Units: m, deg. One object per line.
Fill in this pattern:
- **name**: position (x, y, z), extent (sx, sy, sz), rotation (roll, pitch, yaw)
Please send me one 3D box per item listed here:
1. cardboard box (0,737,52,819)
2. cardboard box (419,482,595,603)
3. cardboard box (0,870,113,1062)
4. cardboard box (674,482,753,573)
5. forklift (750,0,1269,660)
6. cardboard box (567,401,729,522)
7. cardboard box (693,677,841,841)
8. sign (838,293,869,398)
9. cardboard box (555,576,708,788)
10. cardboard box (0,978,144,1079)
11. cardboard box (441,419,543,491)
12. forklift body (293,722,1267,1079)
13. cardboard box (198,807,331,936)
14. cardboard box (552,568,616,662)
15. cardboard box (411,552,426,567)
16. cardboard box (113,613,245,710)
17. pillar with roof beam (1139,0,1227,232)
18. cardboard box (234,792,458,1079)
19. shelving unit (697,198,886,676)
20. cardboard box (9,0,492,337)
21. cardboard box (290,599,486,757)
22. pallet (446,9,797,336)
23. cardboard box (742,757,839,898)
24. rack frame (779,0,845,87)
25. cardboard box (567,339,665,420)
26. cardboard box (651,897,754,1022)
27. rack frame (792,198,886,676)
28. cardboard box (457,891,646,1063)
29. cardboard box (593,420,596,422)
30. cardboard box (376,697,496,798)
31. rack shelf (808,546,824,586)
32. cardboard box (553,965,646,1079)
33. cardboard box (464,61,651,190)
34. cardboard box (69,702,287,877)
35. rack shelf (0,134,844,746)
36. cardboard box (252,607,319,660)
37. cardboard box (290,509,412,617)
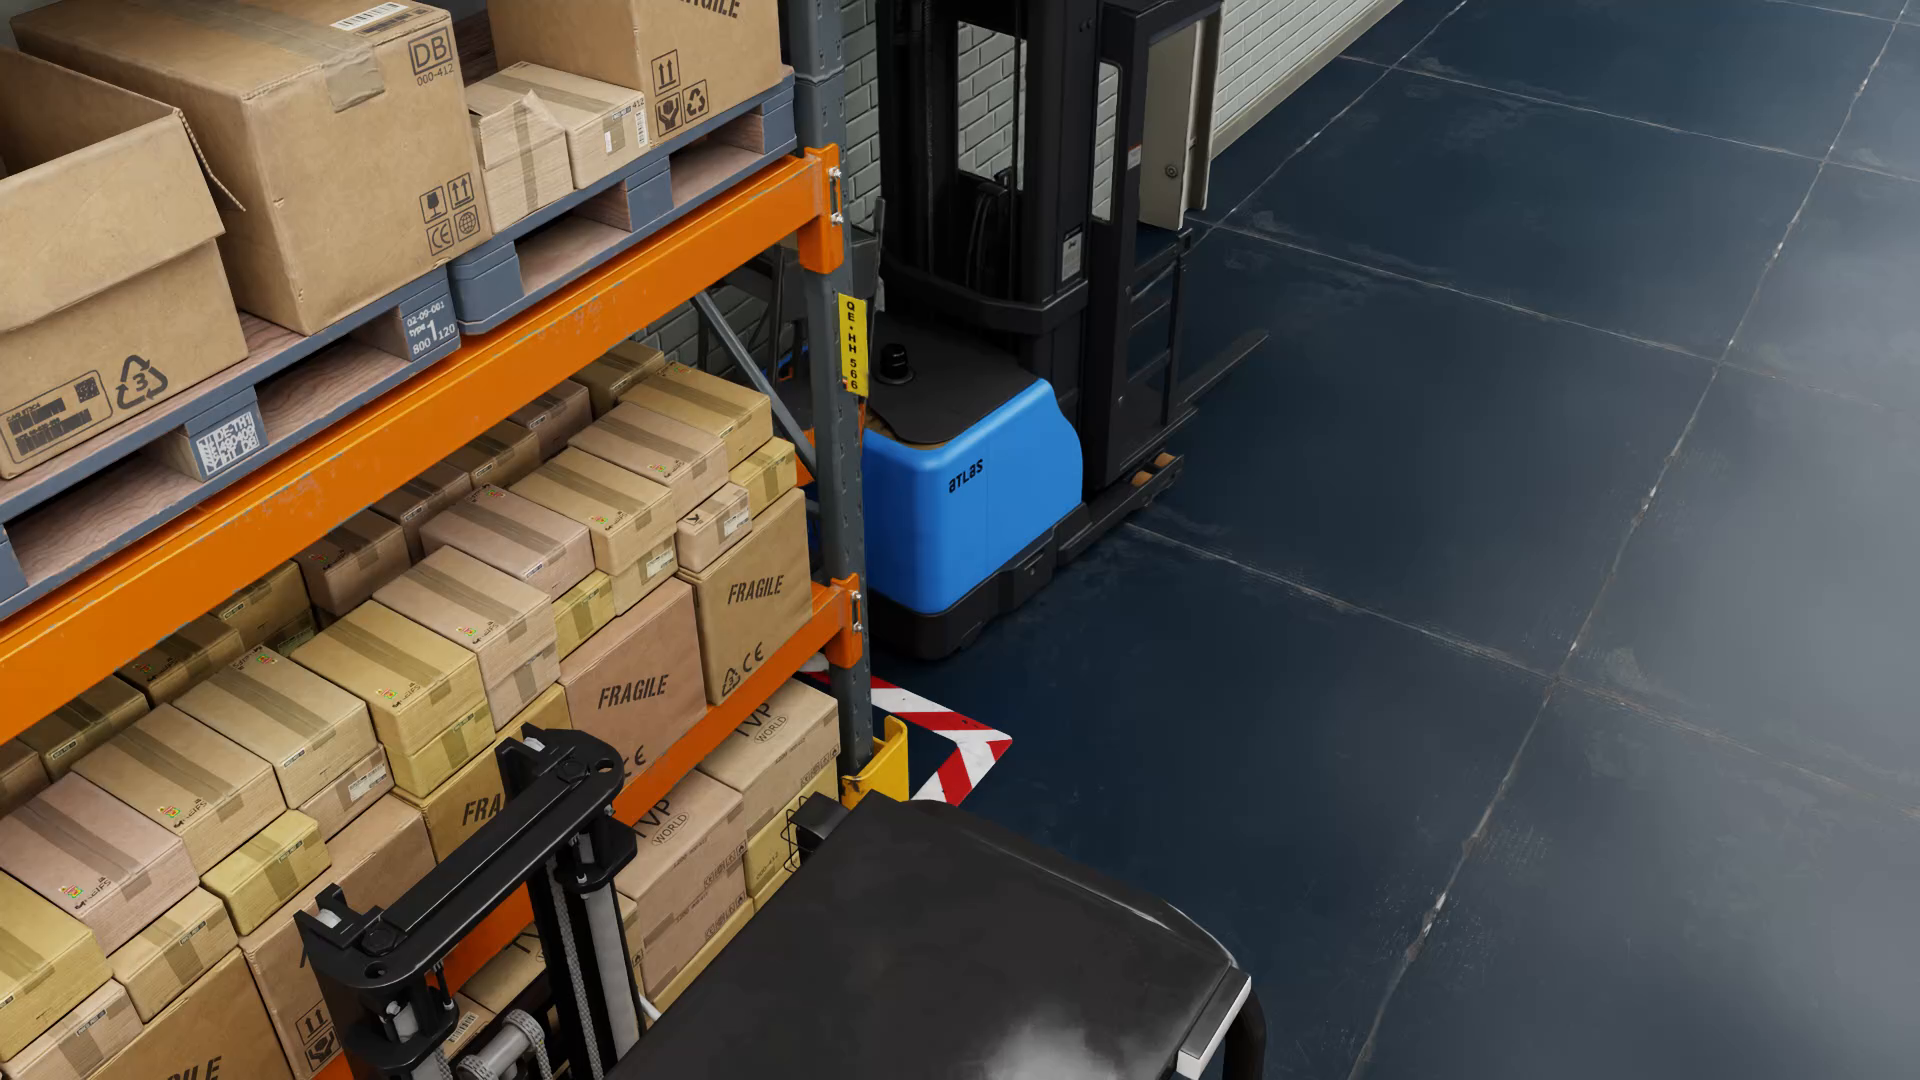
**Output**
- **cardboard box**: position (-2.279, 0.532, 3.746), extent (0.380, 0.149, 0.250), rotation (21, 42, 25)
- **cardboard box**: position (-1.198, 0.022, 4.408), extent (0.380, 0.149, 0.250), rotation (21, 43, 25)
- **cardboard box**: position (-1.953, 0.838, 3.350), extent (0.380, 0.149, 0.250), rotation (21, 42, 24)
- **cardboard box**: position (-0.826, -0.087, 4.793), extent (0.380, 0.149, 0.250), rotation (22, 43, 26)
- **forklift**: position (0.430, -1.494, 7.287), extent (1.130, 2.935, 3.031), rotation (26, 45, 30)
- **cardboard box**: position (-0.885, -0.226, 4.729), extent (0.380, 0.149, 0.250), rotation (21, 42, 25)
- **cardboard box**: position (-0.748, 0.664, 5.521), extent (0.500, 0.250, 0.500), rotation (23, 43, 27)
- **sign**: position (-0.314, -0.570, 4.890), extent (0.100, 0.325, 0.005), rotation (21, 42, 25)
- **cardboard box**: position (-1.093, 0.362, 4.742), extent (0.500, 0.500, 0.500), rotation (23, 43, 26)
- **cardboard box**: position (-1.925, 0.970, 3.422), extent (0.380, 0.149, 0.250), rotation (21, 42, 25)
- **cardboard box**: position (-1.424, -0.249, 4.759), extent (0.380, 0.149, 0.250), rotation (22, 43, 26)
- **forklift body**: position (-0.241, 1.708, 3.773), extent (2.313, 2.155, 1.214), rotation (21, 42, 25)
- **cardboard box**: position (-1.670, 0.694, 3.779), extent (0.380, 0.149, 0.250), rotation (20, 42, 24)
- **cardboard box**: position (-1.159, 0.151, 4.484), extent (0.380, 0.149, 0.250), rotation (21, 42, 25)
- **cardboard box**: position (-1.580, -0.014, 4.698), extent (0.380, 0.149, 0.250), rotation (20, 42, 24)
- **cardboard box**: position (-1.978, 0.275, 4.080), extent (0.380, 0.149, 0.250), rotation (21, 42, 25)
- **pillar with roof beam**: position (4.950, -4.199, 5.827), extent (9.100, 9.000, 0.400), rotation (21, 42, 25)
- **cardboard box**: position (-1.627, 0.889, 4.058), extent (0.500, 0.500, 0.500), rotation (21, 43, 25)
- **shelving unit**: position (-0.698, -0.314, 6.391), extent (0.431, 2.100, 0.503), rotation (29, 36, 32)
- **cardboard box**: position (-1.430, -0.833, 3.409), extent (0.700, 0.500, 0.500), rotation (21, 43, 25)
- **cardboard box**: position (-1.378, 0.328, 4.011), extent (0.380, 0.149, 0.250), rotation (22, 43, 26)
- **pallet**: position (-1.166, -0.999, 4.205), extent (1.003, 0.211, 1.213), rotation (21, 42, 25)
- **cardboard box**: position (-0.762, 0.875, 5.656), extent (0.500, 0.250, 0.500), rotation (21, 42, 25)
- **rack frame**: position (-0.765, -2.578, 3.724), extent (1.000, 3.000, 0.127), rotation (21, 42, 25)
- **cardboard box**: position (-1.125, -0.513, 5.102), extent (0.380, 0.149, 0.250), rotation (20, 42, 24)
- **cardboard box**: position (-1.024, 1.319, 5.490), extent (0.500, 0.250, 0.500), rotation (21, 42, 25)
- **rack frame**: position (-0.537, -0.391, 6.558), extent (0.400, 2.100, 0.015), rotation (29, 36, 32)
- **cardboard box**: position (-1.279, 1.192, 4.836), extent (0.500, 0.250, 0.500), rotation (22, 43, 26)
- **cardboard box**: position (-1.166, -0.409, 5.210), extent (0.380, 0.149, 0.250), rotation (20, 42, 24)
- **cardboard box**: position (-1.381, 0.441, 4.108), extent (0.380, 0.149, 0.250), rotation (21, 43, 25)
- **rack shelf**: position (-0.779, 0.297, 6.749), extent (0.431, 0.518, 0.480), rotation (29, 36, 32)
- **cardboard box**: position (-1.298, 1.403, 4.971), extent (0.500, 0.250, 0.500), rotation (20, 42, 24)
- **cardboard box**: position (-0.953, -0.970, 3.875), extent (0.380, 0.149, 0.250), rotation (20, 42, 24)
- **cardboard box**: position (-1.745, 0.554, 3.718), extent (0.380, 0.149, 0.250), rotation (21, 42, 25)
- **rack shelf**: position (-1.837, -0.074, 3.522), extent (1.077, 0.370, 4.000), rotation (21, 42, 25)
- **cardboard box**: position (-1.915, 0.231, 4.381), extent (0.380, 0.149, 0.250), rotation (23, 43, 27)
- **cardboard box**: position (-1.689, 0.018, 4.413), extent (0.380, 0.149, 0.250), rotation (23, 43, 26)
